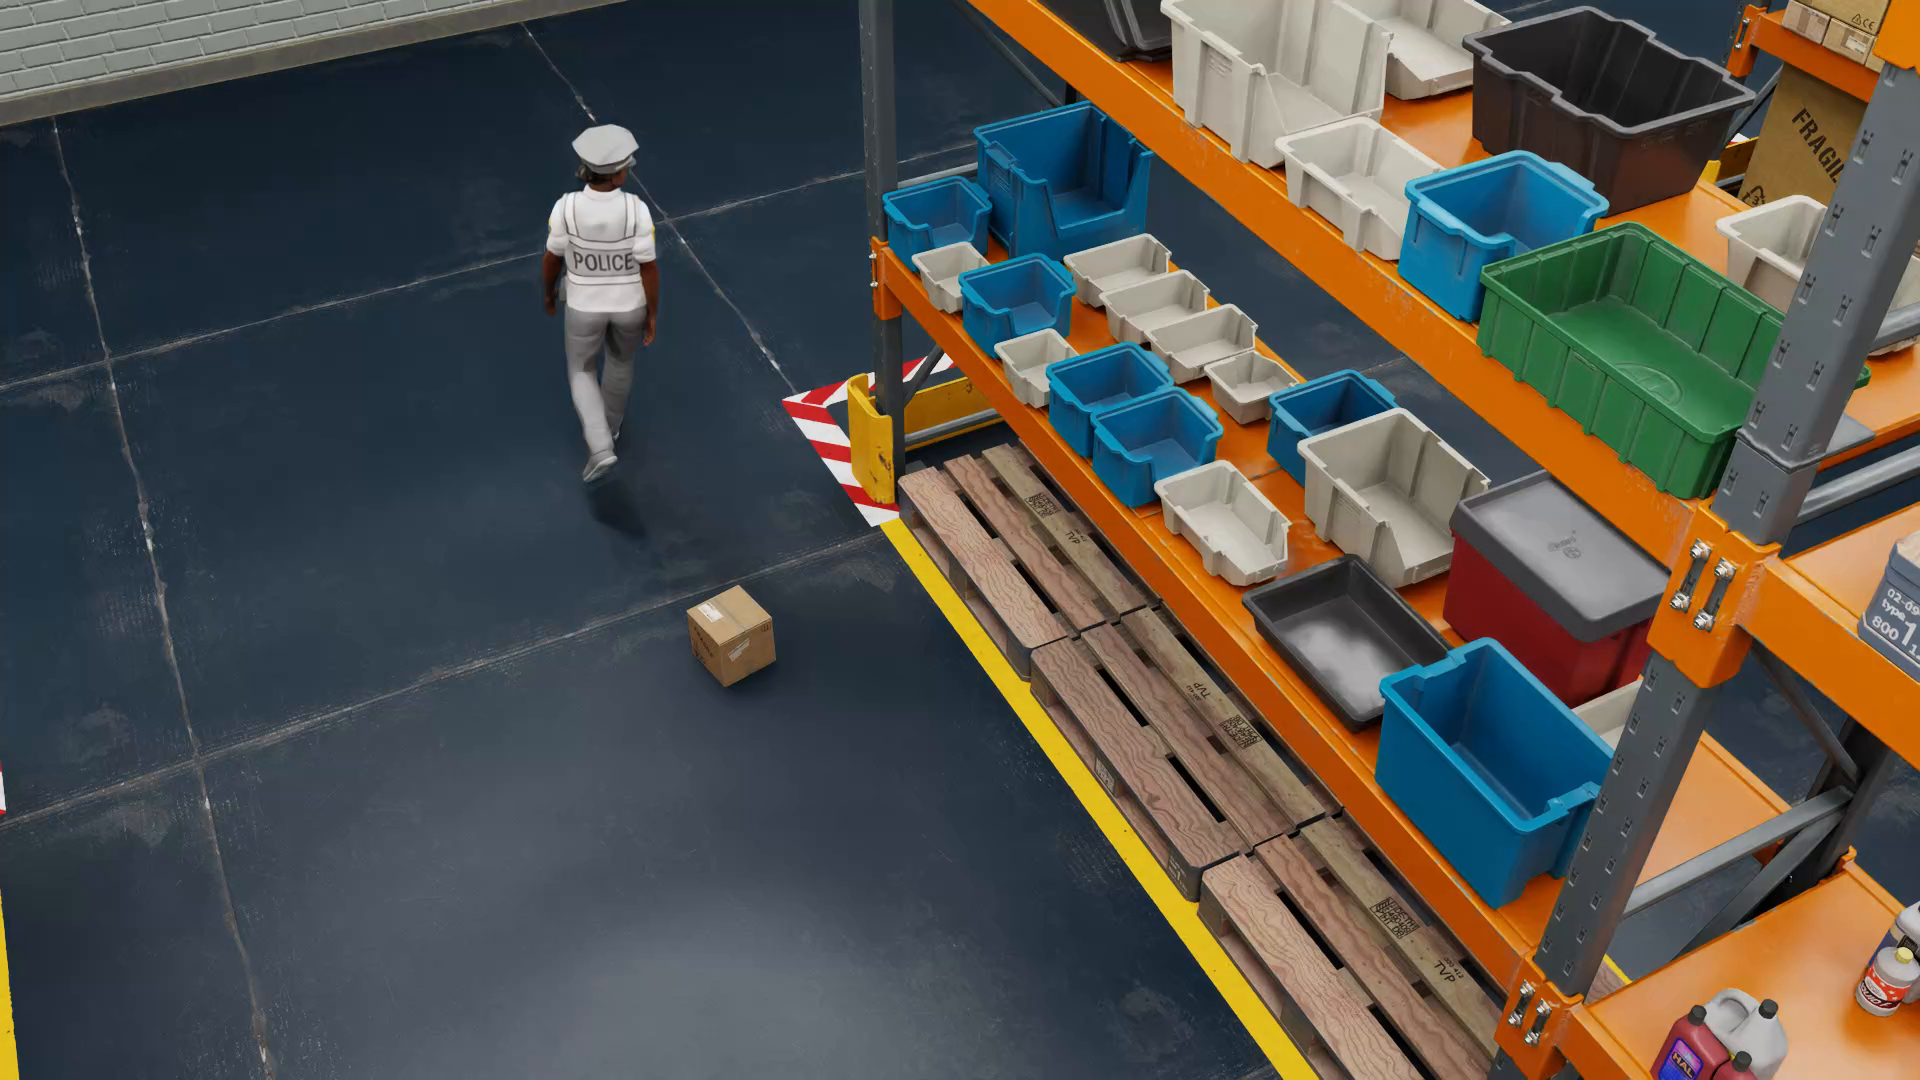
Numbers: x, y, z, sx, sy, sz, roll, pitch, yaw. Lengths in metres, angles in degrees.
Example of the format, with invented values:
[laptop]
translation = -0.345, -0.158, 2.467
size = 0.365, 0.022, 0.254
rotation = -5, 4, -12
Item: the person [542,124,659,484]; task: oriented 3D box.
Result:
[person]
translation = -1.560, -1.020, 7.311
size = 0.525, 1.621, 0.771
rotation = -9, 42, -10
